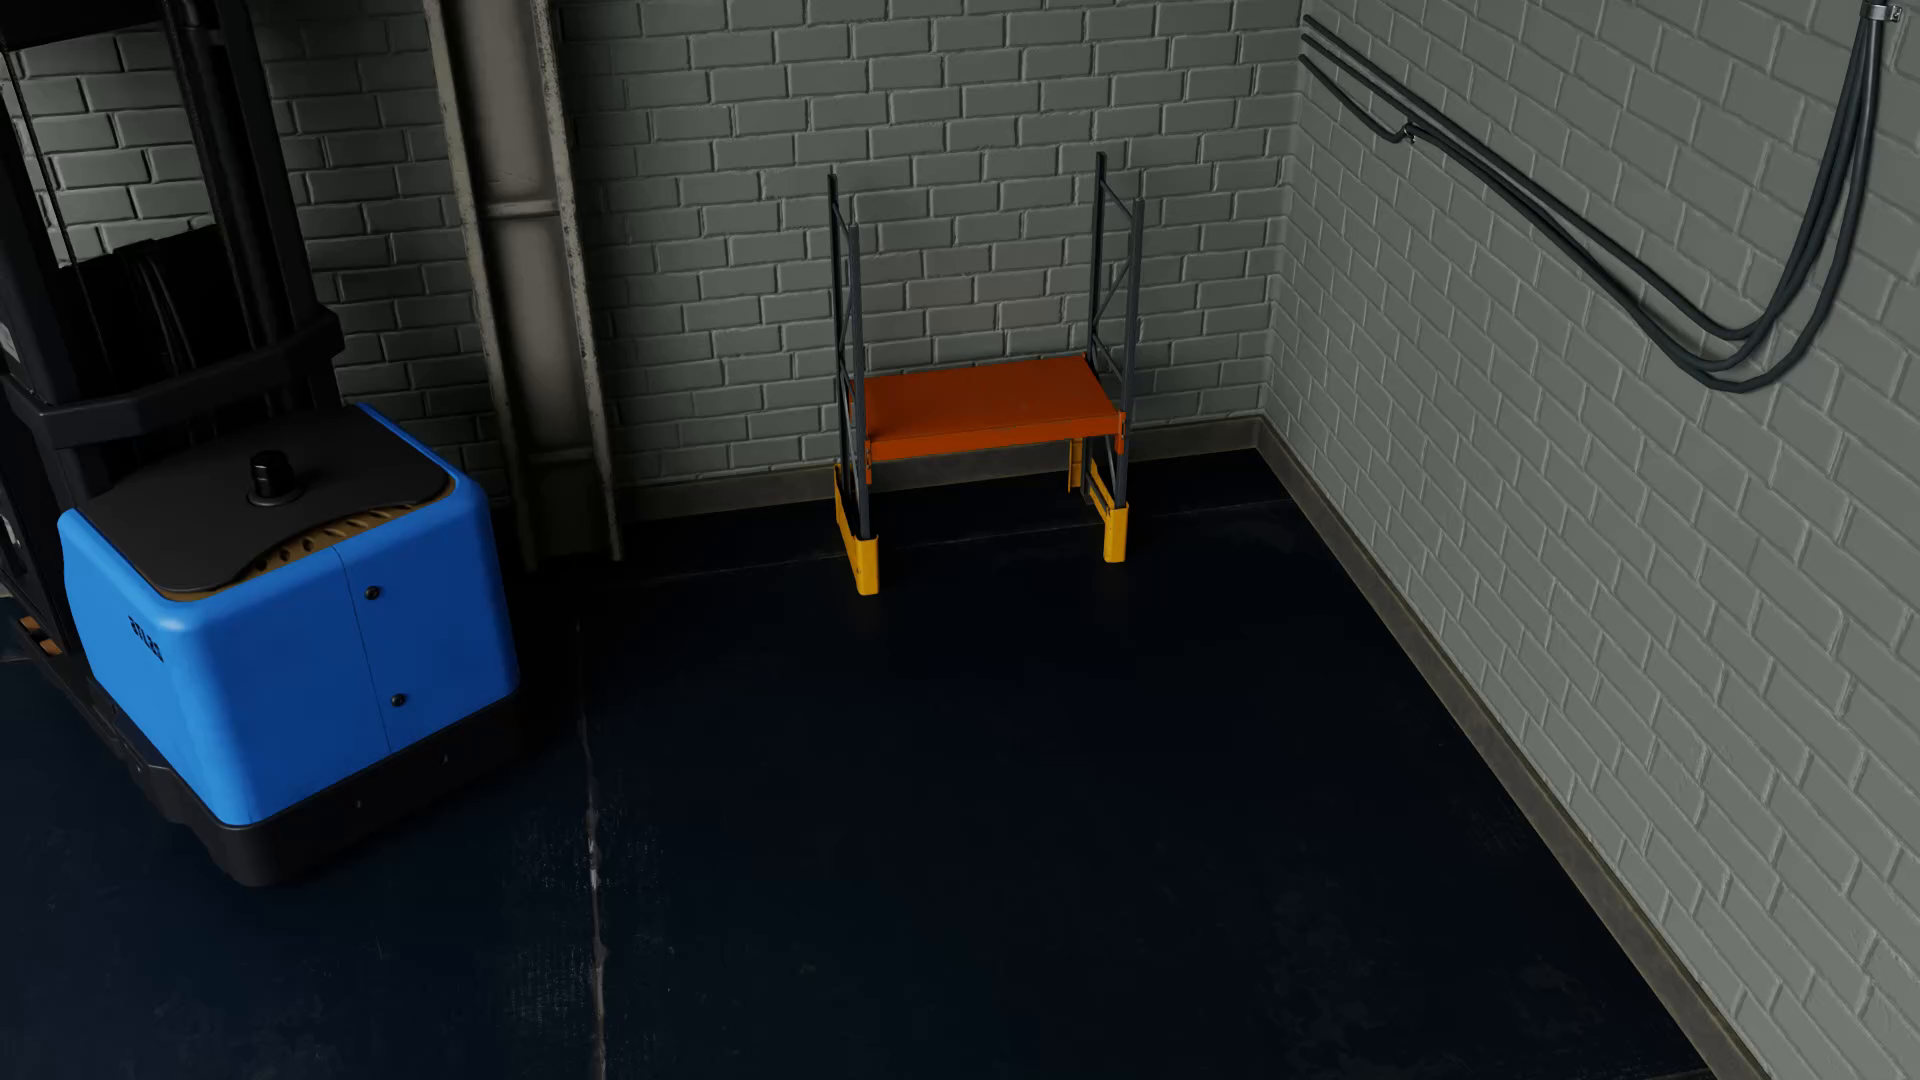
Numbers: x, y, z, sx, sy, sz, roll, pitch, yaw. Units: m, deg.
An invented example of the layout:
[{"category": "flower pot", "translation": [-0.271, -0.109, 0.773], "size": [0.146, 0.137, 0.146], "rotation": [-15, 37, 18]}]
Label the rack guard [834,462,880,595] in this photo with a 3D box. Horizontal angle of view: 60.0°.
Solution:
[{"category": "rack guard", "translation": [-0.411, -0.052, 6.603], "size": [0.087, 0.250, 0.587], "rotation": [-7, 35, -11]}]

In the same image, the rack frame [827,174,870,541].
[{"category": "rack frame", "translation": [-0.413, -0.571, 6.255], "size": [0.032, 1.500, 0.500], "rotation": [-7, 35, -11]}]

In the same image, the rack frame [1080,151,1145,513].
[{"category": "rack frame", "translation": [0.579, -0.696, 6.441], "size": [0.032, 1.500, 0.500], "rotation": [-7, 35, -11]}]

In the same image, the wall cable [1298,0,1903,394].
[{"category": "wall cable", "translation": [1.601, -2.071, 4.547], "size": [0.112, 2.526, 3.097], "rotation": [-7, 35, -11]}]

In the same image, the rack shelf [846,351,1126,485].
[{"category": "rack shelf", "translation": [0.083, -0.484, 6.448], "size": [1.000, 0.185, 0.538], "rotation": [-7, 35, -11]}]

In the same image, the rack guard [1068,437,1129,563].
[{"category": "rack guard", "translation": [0.560, -0.174, 6.786], "size": [0.087, 0.250, 0.587], "rotation": [-7, 35, -11]}]

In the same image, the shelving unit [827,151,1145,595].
[{"category": "shelving unit", "translation": [0.074, -0.632, 6.346], "size": [1.083, 1.500, 0.587], "rotation": [-7, 35, -11]}]

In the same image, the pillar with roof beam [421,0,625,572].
[{"category": "pillar with roof beam", "translation": [-0.614, -1.377, 0.726], "size": [0.400, 9.000, 9.100], "rotation": [-7, 35, -11]}]

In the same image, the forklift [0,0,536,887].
[{"category": "forklift", "translation": [-2.824, -0.886, 5.440], "size": [1.130, 2.935, 3.031], "rotation": [-29, 43, -35]}]
